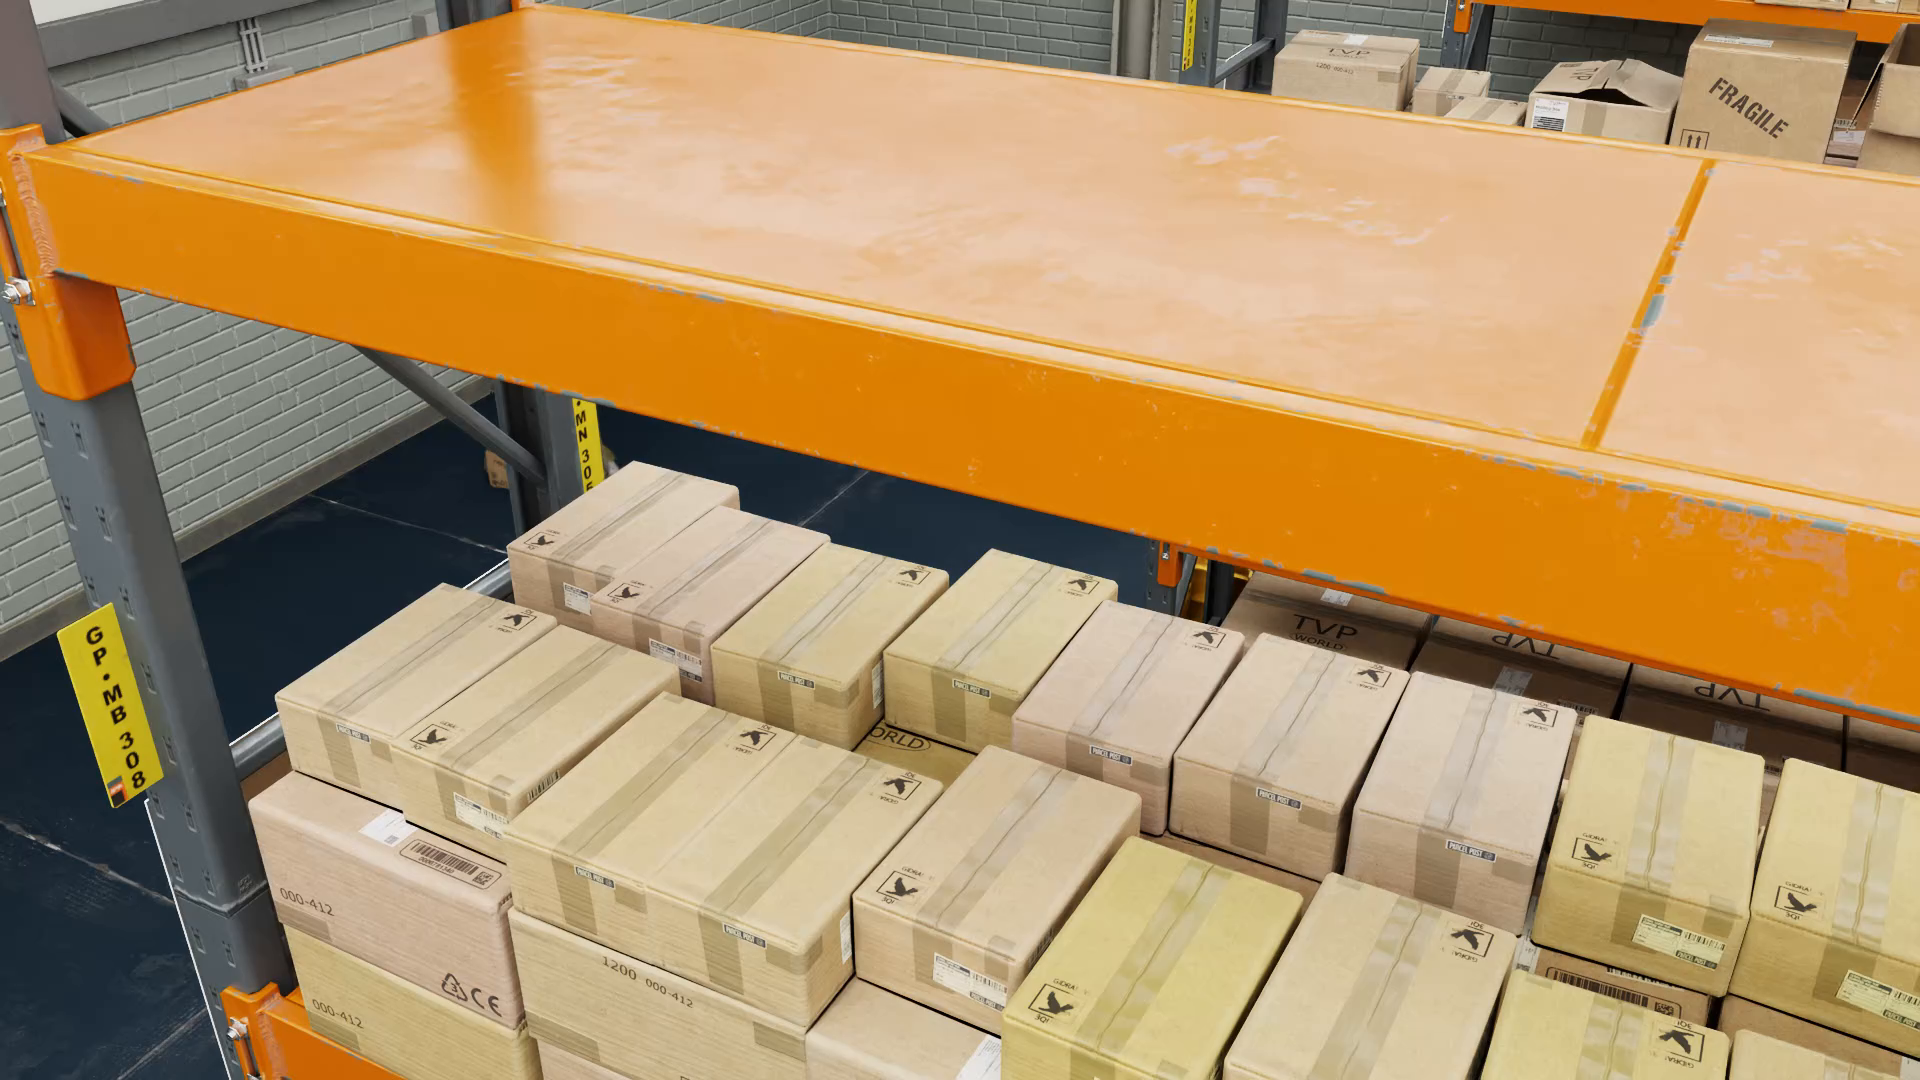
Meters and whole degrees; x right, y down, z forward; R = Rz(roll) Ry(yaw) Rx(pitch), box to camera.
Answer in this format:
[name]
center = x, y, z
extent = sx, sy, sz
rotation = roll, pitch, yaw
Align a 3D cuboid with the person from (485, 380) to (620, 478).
[person]
center = -2.551, -1.106, 10.087
extent = 0.994, 1.743, 0.601
rotation = 21, 36, 32
